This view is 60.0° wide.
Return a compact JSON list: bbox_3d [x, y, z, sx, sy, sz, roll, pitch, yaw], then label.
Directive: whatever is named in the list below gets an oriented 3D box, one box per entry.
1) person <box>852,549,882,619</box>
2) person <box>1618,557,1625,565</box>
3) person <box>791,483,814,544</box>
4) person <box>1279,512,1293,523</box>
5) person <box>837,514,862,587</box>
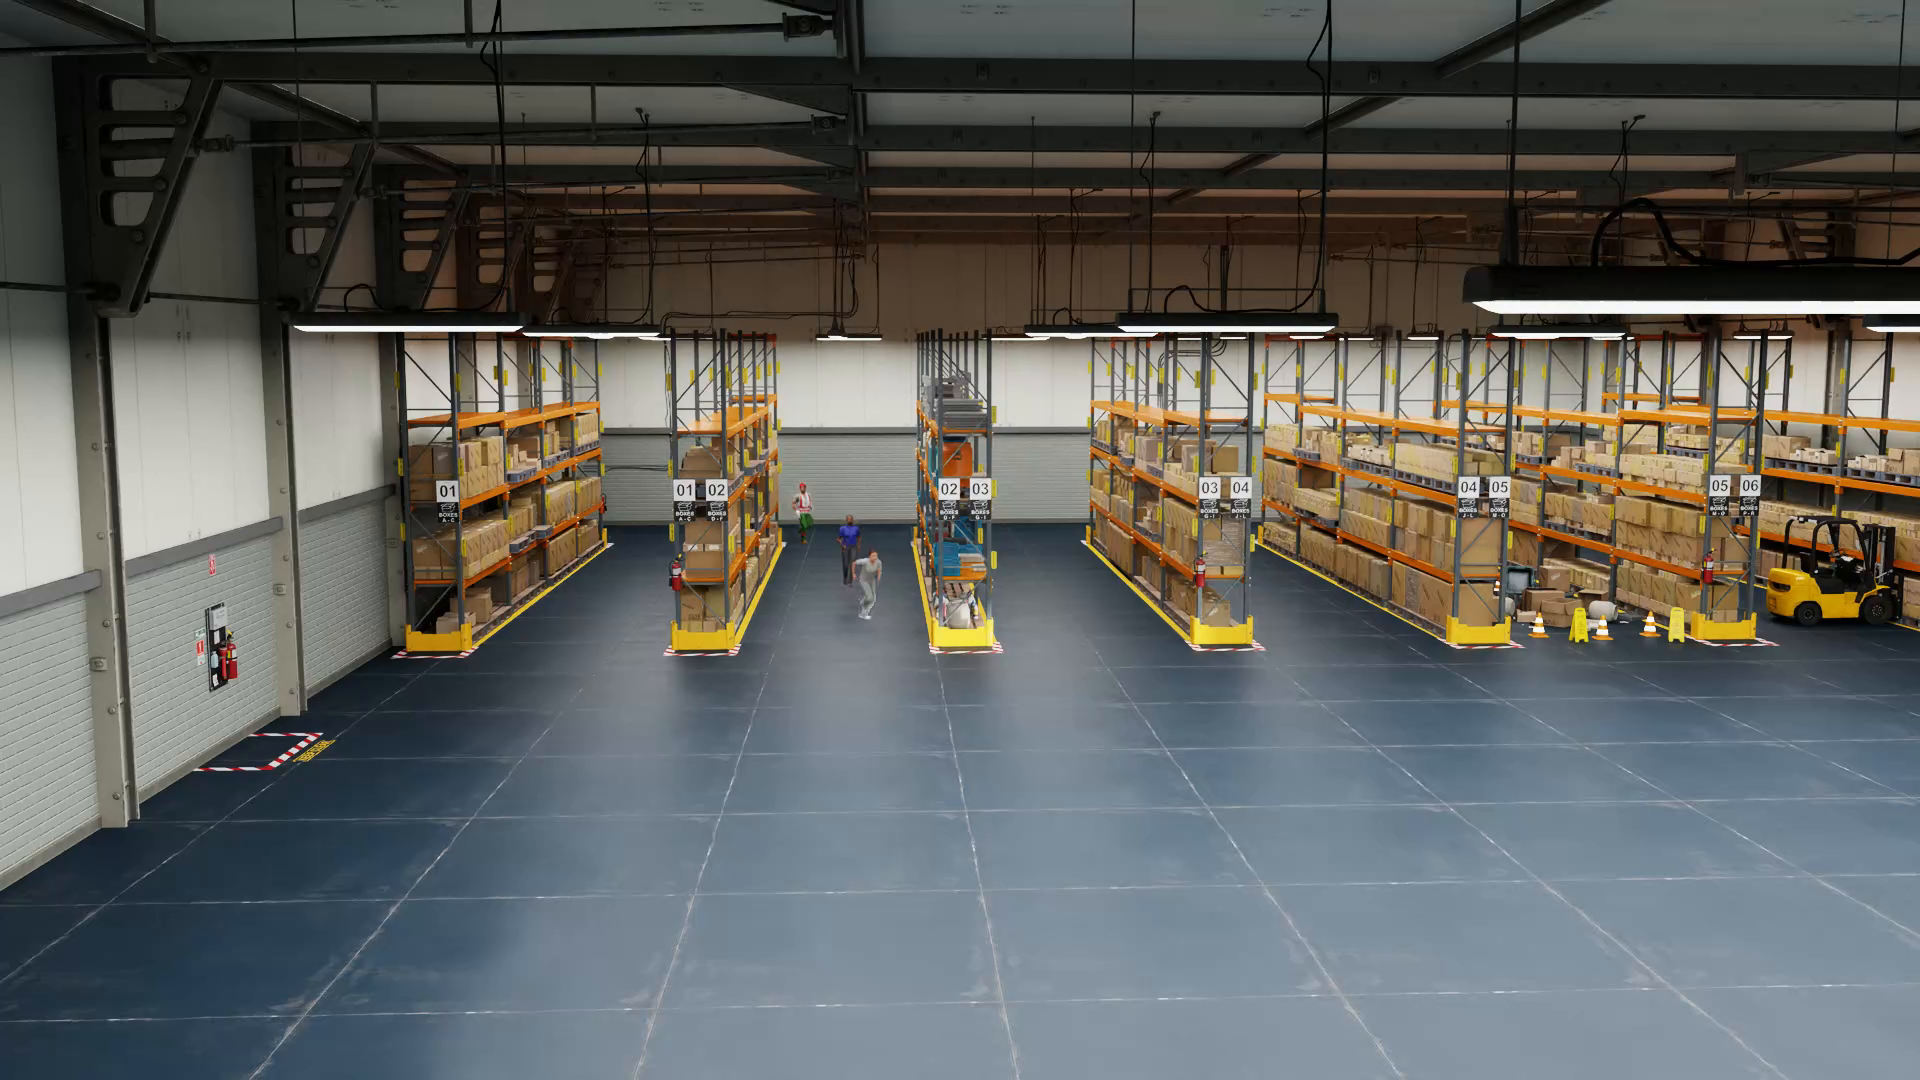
[{"bbox_3d":[-1.904,0.911,34.139,0.590,1.511,0.817,-3,8,-27],"label":"person"},{"bbox_3d":[16.281,0.079,40.447,0.724,1.794,0.953,0,7,-3],"label":"person"},{"bbox_3d":[-4.510,-0.768,47.810,0.691,1.749,0.559,-6,9,-43],"label":"person"},{"bbox_3d":[9.795,-0.926,49.302,0.754,1.787,0.632,-3,8,-26],"label":"person"},{"bbox_3d":[-2.470,0.234,37.321,0.562,1.621,0.534,-1,7,-12],"label":"person"}]
